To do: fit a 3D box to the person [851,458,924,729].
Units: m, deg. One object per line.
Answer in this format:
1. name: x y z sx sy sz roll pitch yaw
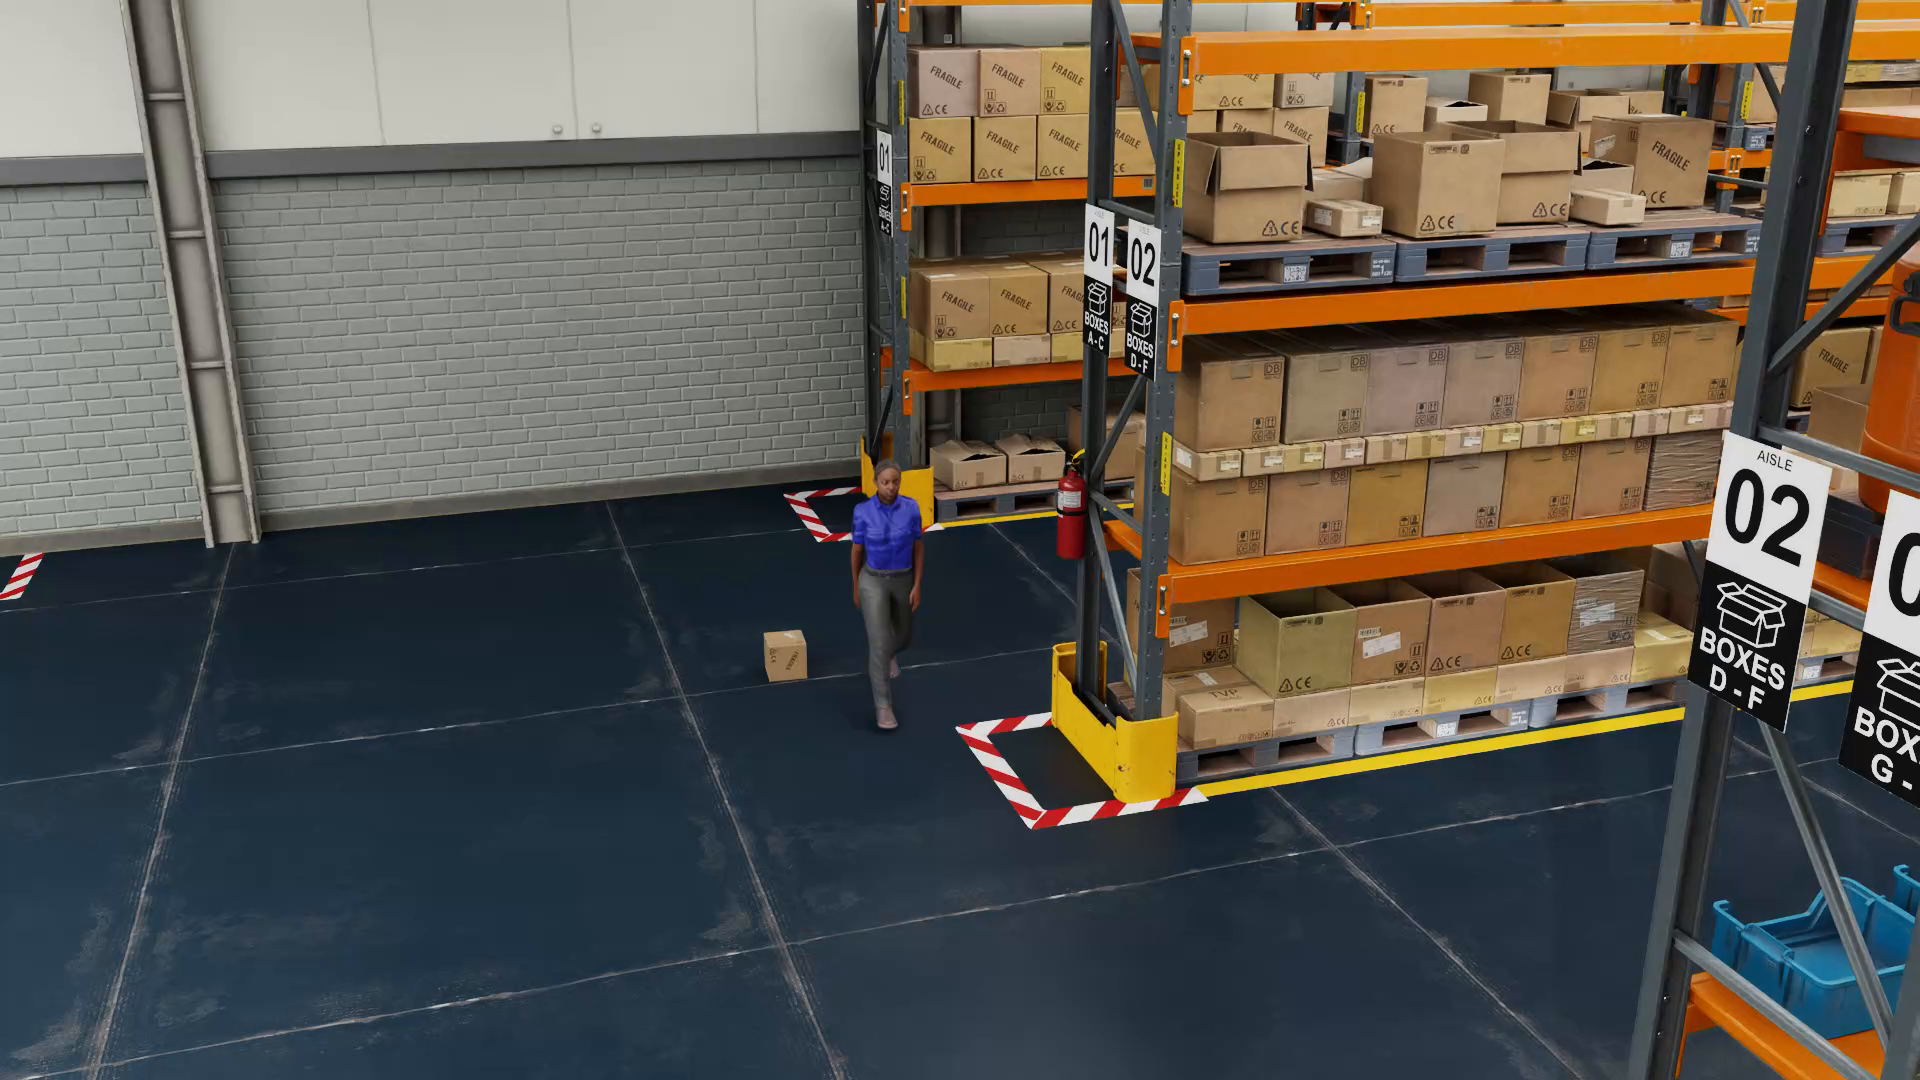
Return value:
1. person: -0.452 0.259 10.319 0.441 1.620 0.910 -6 20 -17
